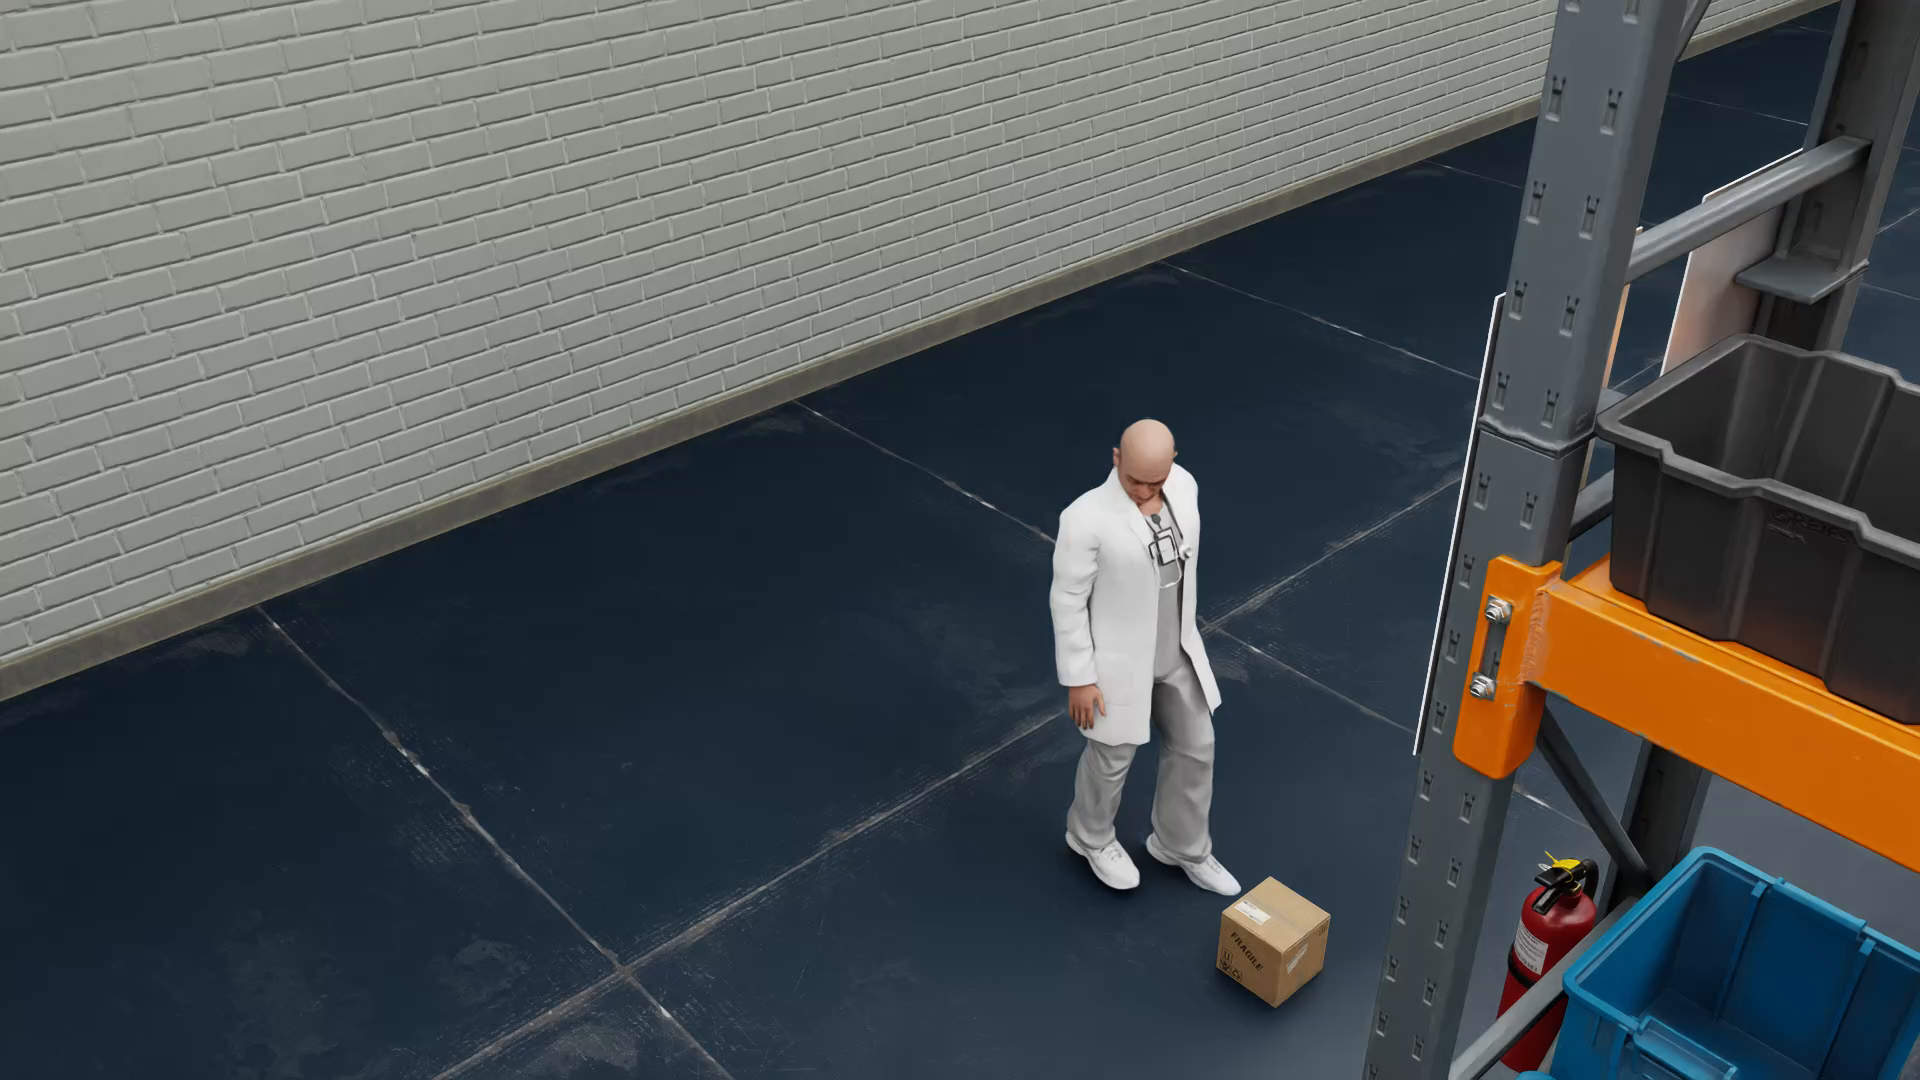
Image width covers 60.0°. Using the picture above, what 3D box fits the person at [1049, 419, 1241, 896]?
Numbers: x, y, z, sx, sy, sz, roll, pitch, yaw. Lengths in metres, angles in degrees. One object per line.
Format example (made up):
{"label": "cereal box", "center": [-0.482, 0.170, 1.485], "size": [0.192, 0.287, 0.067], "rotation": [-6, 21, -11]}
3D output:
{"label": "person", "center": [0.618, 0.502, 5.477], "size": [0.626, 1.682, 0.565], "rotation": [-21, 37, -30]}
